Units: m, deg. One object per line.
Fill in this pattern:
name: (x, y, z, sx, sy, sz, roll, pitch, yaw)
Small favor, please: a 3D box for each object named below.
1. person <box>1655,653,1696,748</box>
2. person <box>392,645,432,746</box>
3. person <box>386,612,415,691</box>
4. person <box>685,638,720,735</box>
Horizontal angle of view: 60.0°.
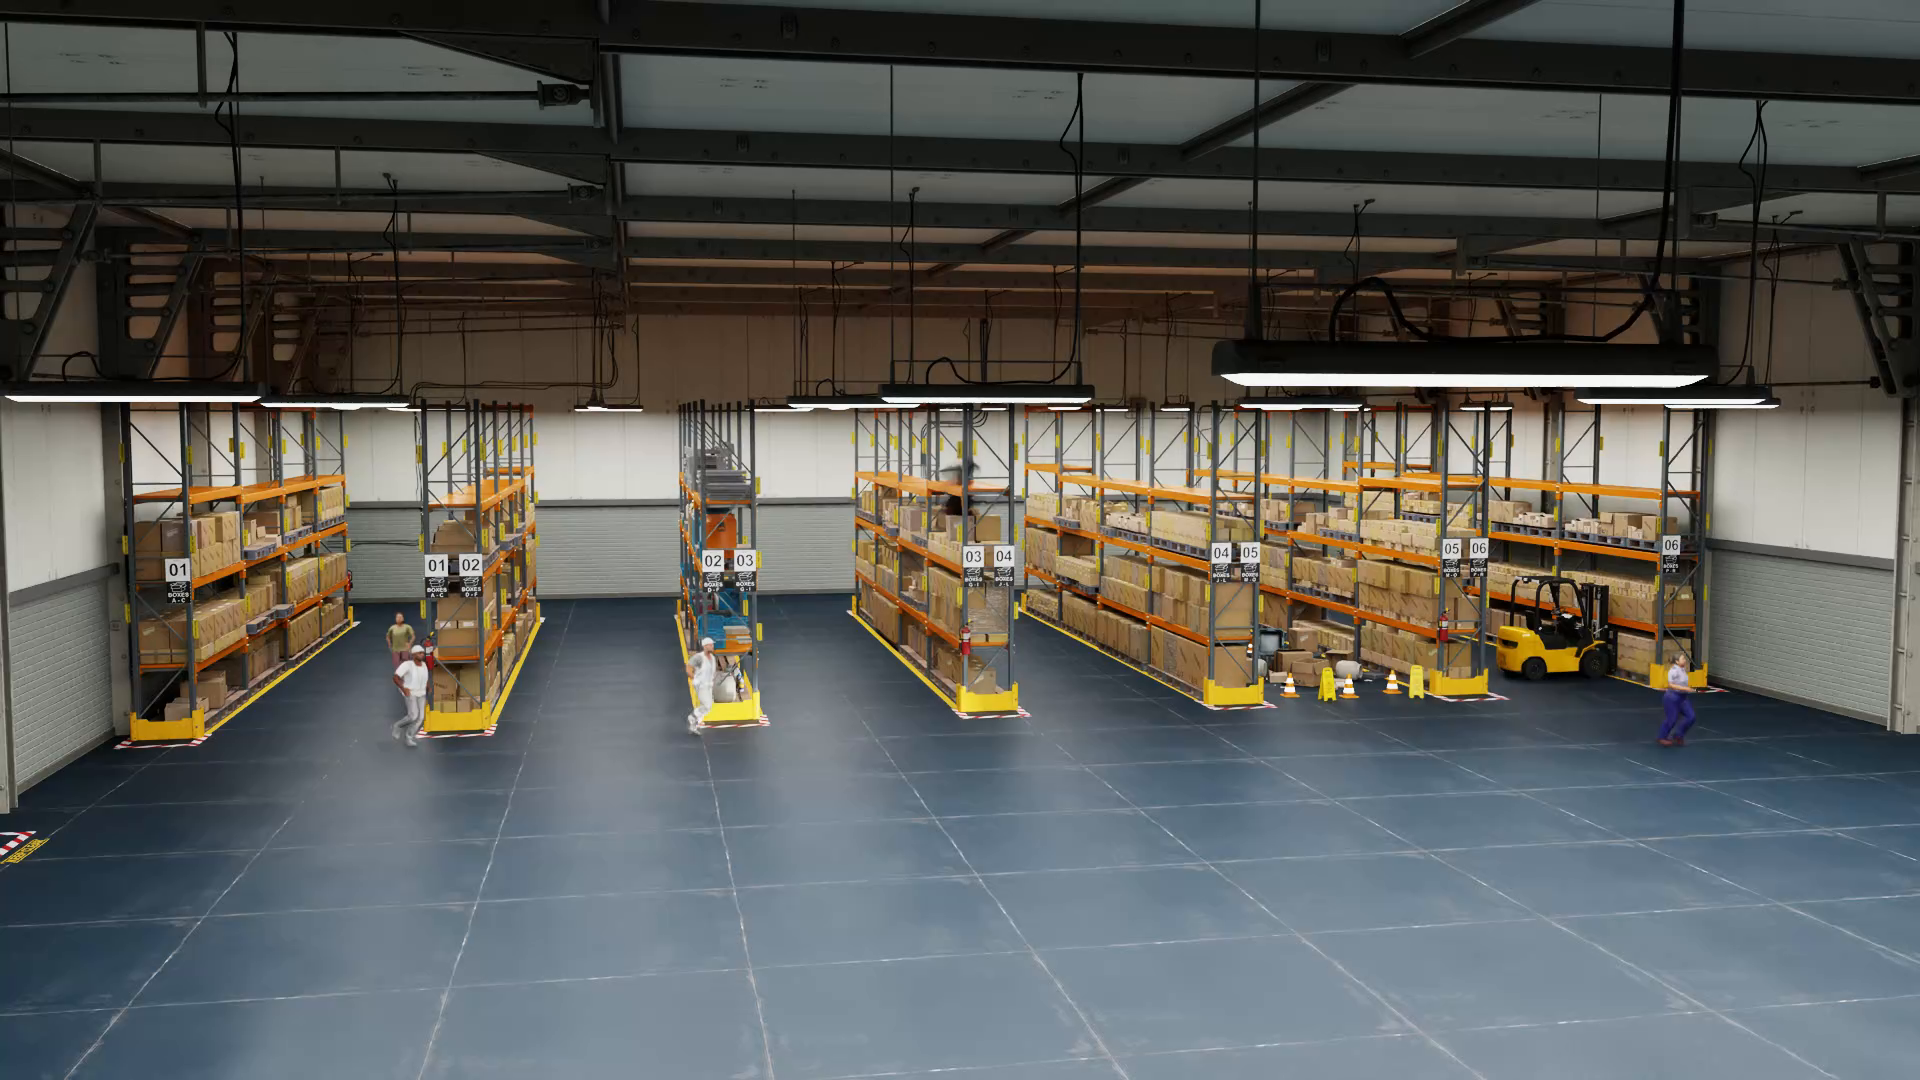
person: (12.316, 2.767, 28.551, 0.593, 1.668, 0.686, -4, 6, -41)
person: (-9.527, 2.686, 28.967, 0.583, 1.712, 0.743, 2, 5, 28)
person: (-11.621, 2.304, 34.538, 0.577, 1.620, 0.566, -1, 4, -11)
person: (-4.552, 2.614, 29.804, 0.544, 1.719, 0.668, 2, 5, 29)
